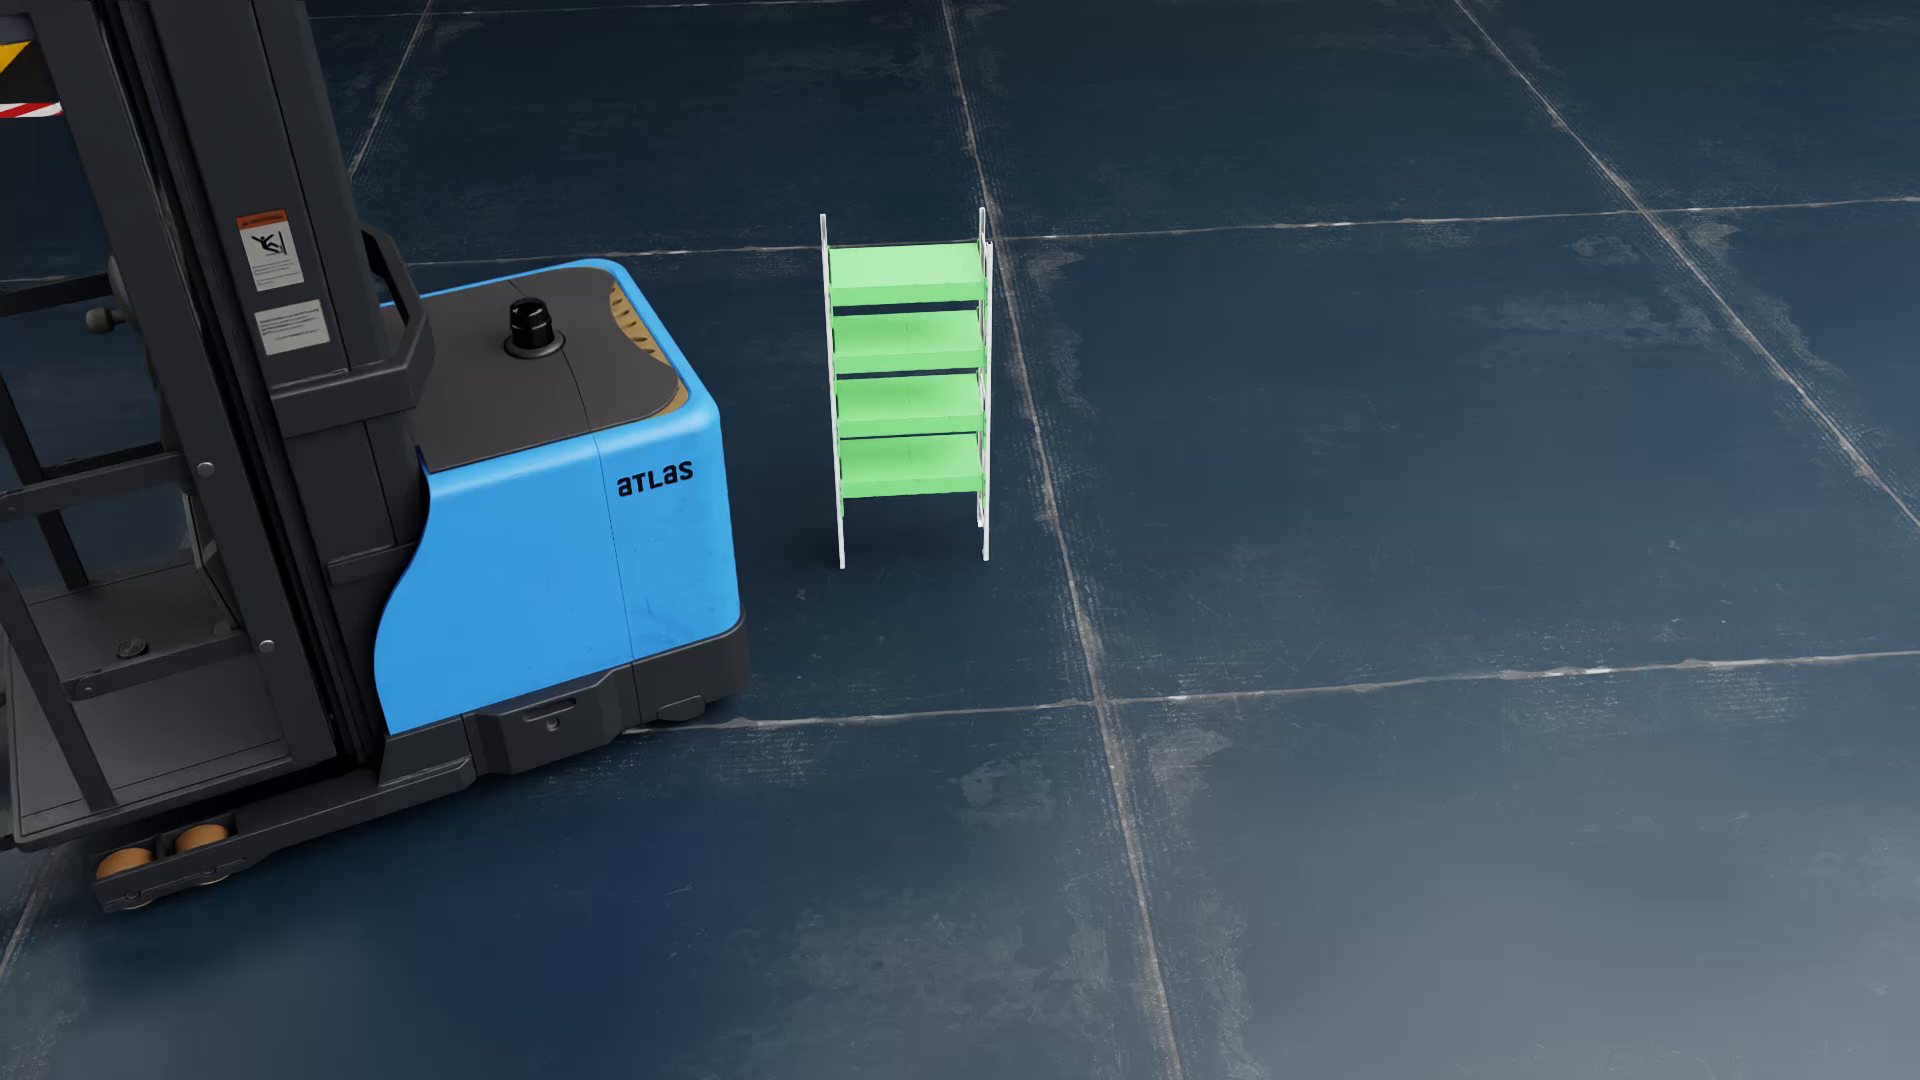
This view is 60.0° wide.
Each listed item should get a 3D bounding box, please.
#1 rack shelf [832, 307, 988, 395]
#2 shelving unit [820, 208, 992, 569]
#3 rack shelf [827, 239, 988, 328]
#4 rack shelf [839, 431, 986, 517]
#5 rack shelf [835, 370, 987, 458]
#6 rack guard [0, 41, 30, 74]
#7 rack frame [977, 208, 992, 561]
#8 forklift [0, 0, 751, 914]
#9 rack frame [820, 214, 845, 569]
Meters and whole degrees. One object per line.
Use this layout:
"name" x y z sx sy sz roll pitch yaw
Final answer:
"rack shelf" -0.165 -0.600 5.258 0.480 0.148 0.258 -3 38 -4
"shelving unit" -0.165 -0.462 5.367 0.503 1.200 0.258 -3 38 -4
"rack shelf" -0.165 -0.789 5.109 0.480 0.148 0.258 -3 38 -4
"rack shelf" -0.165 -0.223 5.555 0.480 0.148 0.258 -3 38 -4
"rack shelf" -0.165 -0.412 5.406 0.480 0.148 0.258 -3 38 -4
"rack guard" -5.315 -2.746 8.827 0.348 0.500 1.175 -3 38 -4
"rack frame" 0.078 -0.475 5.384 0.015 1.200 0.240 -3 38 -4
"forklift" -2.197 -0.530 4.056 3.031 2.935 1.130 -17 41 -20
"rack frame" -0.408 -0.449 5.350 0.015 1.200 0.240 -3 38 -4
